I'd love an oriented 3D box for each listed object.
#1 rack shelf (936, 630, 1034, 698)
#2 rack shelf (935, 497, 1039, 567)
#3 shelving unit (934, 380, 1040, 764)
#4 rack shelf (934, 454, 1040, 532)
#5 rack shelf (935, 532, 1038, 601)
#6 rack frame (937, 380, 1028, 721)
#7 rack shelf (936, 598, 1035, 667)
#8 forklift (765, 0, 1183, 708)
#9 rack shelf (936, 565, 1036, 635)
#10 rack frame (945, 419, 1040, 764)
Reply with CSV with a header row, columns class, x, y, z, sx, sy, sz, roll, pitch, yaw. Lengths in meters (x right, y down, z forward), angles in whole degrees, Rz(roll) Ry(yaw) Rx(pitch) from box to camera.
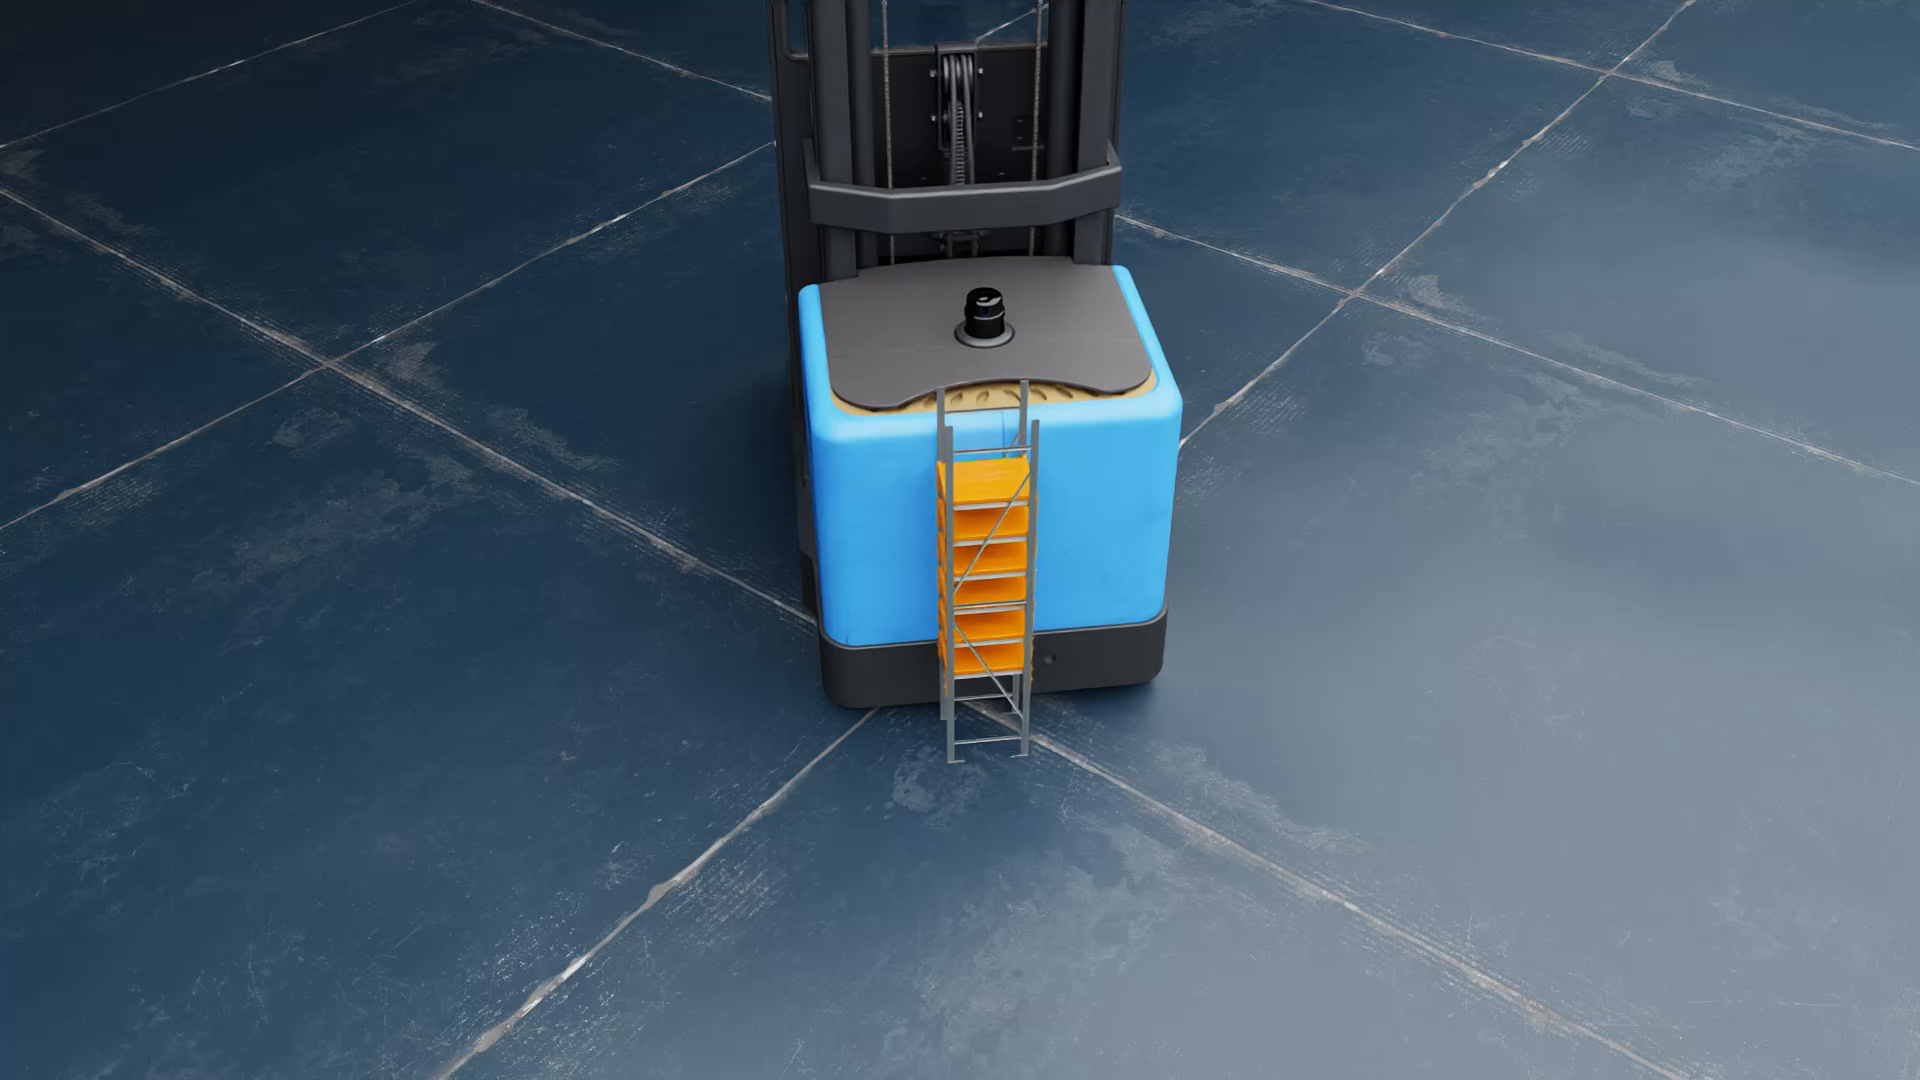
class,x,y,z,sx,sy,sz,roll,pitch,yaw
rack shelf,0.070,0.346,4.796,0.258,0.103,0.180,-4,38,-6
rack shelf,0.070,-0.032,4.500,0.258,0.103,0.180,-4,38,-6
shelving unit,0.070,0.122,4.621,0.258,1.200,0.189,-4,38,-6
rack shelf,0.070,-0.127,4.426,0.258,0.103,0.180,-4,38,-6
rack shelf,0.070,0.062,4.574,0.258,0.103,0.180,-4,38,-6
rack frame,0.059,0.066,4.693,0.240,1.200,0.006,-4,38,-6
rack shelf,0.070,0.251,4.722,0.258,0.103,0.180,-4,38,-6
forklift,-0.071,-1.551,5.353,1.130,2.935,3.031,-4,38,-6
rack shelf,0.070,0.157,4.648,0.258,0.103,0.180,-4,38,-6
rack frame,0.082,0.178,4.550,0.240,1.200,0.006,-4,38,-6
